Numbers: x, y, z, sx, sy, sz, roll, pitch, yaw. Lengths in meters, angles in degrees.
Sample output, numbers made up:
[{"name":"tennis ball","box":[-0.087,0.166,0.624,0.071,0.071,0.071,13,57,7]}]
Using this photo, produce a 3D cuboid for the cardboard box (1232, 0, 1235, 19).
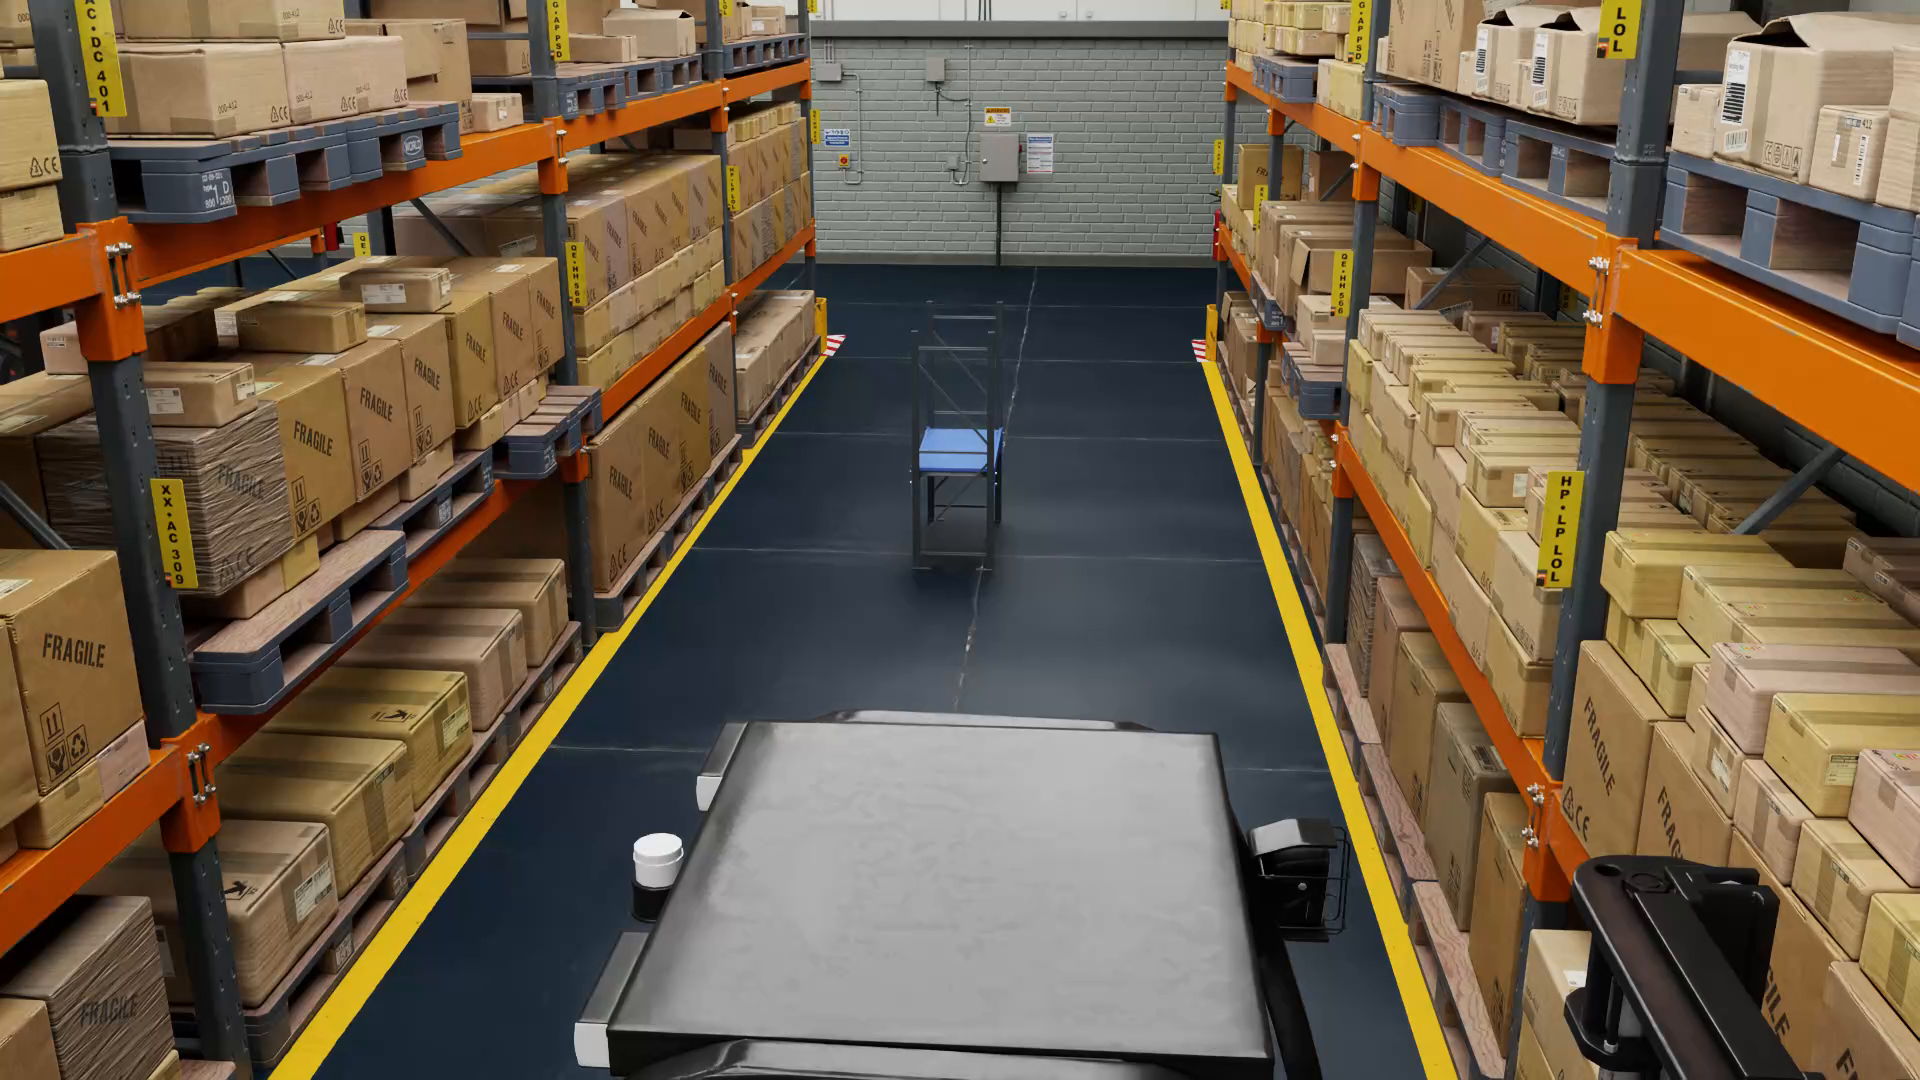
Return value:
[{"name":"cardboard box","box":[2.731,-4.834,15.001,0.500,0.250,0.500,1,18,3]}]

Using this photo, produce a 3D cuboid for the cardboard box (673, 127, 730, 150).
[{"name":"cardboard box","box":[-1.943,-3.023,12.525,0.380,0.149,0.250,1,18,3]}]

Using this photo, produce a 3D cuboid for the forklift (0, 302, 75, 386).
[{"name":"forklift","box":[-5.390,-0.891,8.936,3.031,2.935,1.130,-16,24,-40]}]

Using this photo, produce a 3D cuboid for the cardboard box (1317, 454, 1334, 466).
[{"name":"cardboard box","box":[2.274,-0.393,9.605,0.380,0.149,0.250,1,18,2]}]

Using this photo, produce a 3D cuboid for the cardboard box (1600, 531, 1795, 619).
[{"name":"cardboard box","box":[1.834,0.089,4.153,0.380,0.149,0.250,2,18,5]}]

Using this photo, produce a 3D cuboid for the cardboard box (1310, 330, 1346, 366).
[{"name":"cardboard box","box":[2.104,-1.041,9.012,0.380,0.149,0.250,2,18,5]}]

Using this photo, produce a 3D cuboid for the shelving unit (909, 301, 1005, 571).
[{"name":"shelving unit","box":[-0.006,-0.686,10.609,0.538,1.500,1.048,1,18,4]}]

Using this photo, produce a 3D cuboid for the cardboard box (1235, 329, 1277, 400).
[{"name":"cardboard box","box":[2.700,-1.470,13.931,0.700,0.500,0.500,1,18,2]}]

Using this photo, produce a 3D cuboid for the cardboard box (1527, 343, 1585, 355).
[{"name":"cardboard box","box":[2.684,-0.758,7.216,0.380,0.149,0.250,1,18,3]}]

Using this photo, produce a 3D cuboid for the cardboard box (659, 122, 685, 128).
[{"name":"cardboard box","box":[-2.365,-3.191,13.035,0.380,0.149,0.250,1,18,4]}]

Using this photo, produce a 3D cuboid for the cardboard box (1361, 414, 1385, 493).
[{"name":"cardboard box","box":[2.123,-0.389,7.532,0.500,0.250,0.500,1,18,3]}]

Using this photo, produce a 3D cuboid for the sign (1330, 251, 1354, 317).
[{"name":"sign","box":[1.898,-1.270,8.249,0.100,0.325,0.005,1,18,4]}]

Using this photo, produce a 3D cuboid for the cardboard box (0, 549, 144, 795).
[{"name":"cardboard box","box":[-2.582,0.339,4.432,0.500,0.500,0.500,1,18,3]}]

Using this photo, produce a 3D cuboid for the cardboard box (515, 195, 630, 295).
[{"name":"cardboard box","box":[-2.206,-1.683,9.474,0.500,0.500,0.500,1,18,4]}]

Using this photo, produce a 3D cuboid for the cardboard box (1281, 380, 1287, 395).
[{"name":"cardboard box","box":[2.493,-1.117,11.814,0.380,0.149,0.250,1,18,2]}]

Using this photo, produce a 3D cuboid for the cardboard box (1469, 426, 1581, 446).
[{"name":"cardboard box","box":[1.995,-0.293,5.797,0.380,0.149,0.250,1,18,3]}]

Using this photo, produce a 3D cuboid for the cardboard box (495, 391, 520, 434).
[{"name":"cardboard box","box":[-2.247,-0.589,7.632,0.380,0.149,0.250,0,18,1]}]

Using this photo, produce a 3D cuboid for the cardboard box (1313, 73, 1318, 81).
[{"name":"cardboard box","box":[2.458,-3.415,12.114,0.380,0.149,0.250,1,18,4]}]

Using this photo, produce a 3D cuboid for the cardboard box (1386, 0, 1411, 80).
[{"name":"cardboard box","box":[2.145,-2.249,7.156,0.500,0.500,0.500,1,18,4]}]

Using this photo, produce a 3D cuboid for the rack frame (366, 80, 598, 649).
[{"name":"rack frame","box":[-2.511,-0.858,8.724,1.000,3.000,0.127,1,18,4]}]

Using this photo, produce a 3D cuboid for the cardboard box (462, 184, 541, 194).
[{"name":"cardboard box","box":[-2.664,-1.861,10.018,0.500,0.500,0.500,1,18,4]}]

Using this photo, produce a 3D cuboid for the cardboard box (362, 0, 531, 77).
[{"name":"cardboard box","box":[-2.635,-2.652,8.543,0.797,0.503,0.637,0,18,1]}]

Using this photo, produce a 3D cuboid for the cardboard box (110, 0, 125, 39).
[{"name":"cardboard box","box":[-2.832,-1.907,5.872,0.500,0.250,0.500,2,18,5]}]

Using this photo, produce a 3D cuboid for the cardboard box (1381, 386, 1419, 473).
[{"name":"cardboard box","box":[2.072,-0.465,6.961,0.500,0.250,0.500,1,18,3]}]

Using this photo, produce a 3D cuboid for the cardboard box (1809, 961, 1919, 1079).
[{"name":"cardboard box","box":[1.748,1.054,2.729,0.500,0.500,0.500,1,18,4]}]

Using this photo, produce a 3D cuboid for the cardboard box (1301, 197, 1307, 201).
[{"name":"cardboard box","box":[3.167,-2.840,14.537,0.500,0.250,0.500,2,18,6]}]

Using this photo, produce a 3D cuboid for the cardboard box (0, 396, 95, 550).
[{"name":"cardboard box","box":[-2.994,-0.153,5.259,0.500,0.500,0.500,1,18,3]}]

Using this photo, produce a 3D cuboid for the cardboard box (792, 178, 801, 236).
[{"name":"cardboard box","box":[-1.759,-3.079,15.341,0.500,0.500,0.500,1,18,3]}]

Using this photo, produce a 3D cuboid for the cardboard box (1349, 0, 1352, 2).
[{"name":"cardboard box","box":[2.787,-3.702,11.013,0.396,0.266,0.258,1,18,4]}]

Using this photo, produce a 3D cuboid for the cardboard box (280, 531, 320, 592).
[{"name":"cardboard box","box":[-2.417,0.062,5.645,0.380,0.149,0.250,2,18,5]}]

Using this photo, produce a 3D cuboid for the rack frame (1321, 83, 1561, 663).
[{"name":"rack frame","box":[2.440,-0.748,8.389,1.000,3.000,0.127,1,18,4]}]

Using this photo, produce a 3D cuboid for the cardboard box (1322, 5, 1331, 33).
[{"name":"cardboard box","box":[2.262,-2.950,9.413,0.380,0.149,0.250,1,18,4]}]

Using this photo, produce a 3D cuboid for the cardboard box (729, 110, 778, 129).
[{"name":"cardboard box","box":[-1.801,-3.660,14.467,0.380,0.149,0.250,2,18,5]}]

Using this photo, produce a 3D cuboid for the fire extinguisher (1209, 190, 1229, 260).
[{"name":"fire extinguisher","box":[2.563,-3.075,16.213,0.296,0.674,0.183,1,18,4]}]

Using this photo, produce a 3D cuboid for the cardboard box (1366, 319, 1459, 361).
[{"name":"cardboard box","box":[2.105,-0.929,7.738,0.380,0.149,0.250,2,18,5]}]

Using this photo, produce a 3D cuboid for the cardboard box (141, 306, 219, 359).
[{"name":"cardboard box","box":[-2.958,-0.761,6.073,0.380,0.149,0.250,1,18,2]}]

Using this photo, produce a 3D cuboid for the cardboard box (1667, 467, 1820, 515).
[{"name":"cardboard box","box":[2.483,-0.126,5.287,0.380,0.149,0.250,1,18,4]}]

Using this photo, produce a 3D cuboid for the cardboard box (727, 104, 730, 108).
[{"name":"cardboard box","box":[-2.320,-3.908,15.225,0.380,0.149,0.250,2,18,6]}]

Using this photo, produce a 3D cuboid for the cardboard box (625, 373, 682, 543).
[{"name":"cardboard box","box":[-2.311,-0.537,10.484,0.875,0.875,0.875,2,18,5]}]

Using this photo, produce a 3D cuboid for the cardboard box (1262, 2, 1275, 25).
[{"name":"cardboard box","box":[2.268,-3.602,11.372,0.380,0.149,0.250,2,18,6]}]

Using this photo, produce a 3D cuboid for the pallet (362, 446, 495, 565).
[{"name":"pallet","box":[-2.612,-0.151,6.875,1.003,0.211,1.213,1,18,4]}]

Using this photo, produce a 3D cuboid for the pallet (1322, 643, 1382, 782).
[{"name":"pallet","box":[2.342,0.832,8.046,1.003,0.211,1.213,1,18,4]}]

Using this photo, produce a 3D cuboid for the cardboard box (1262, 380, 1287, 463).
[{"name":"cardboard box","box":[2.467,-0.857,12.061,0.500,0.500,0.500,2,18,6]}]

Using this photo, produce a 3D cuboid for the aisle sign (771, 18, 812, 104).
[{"name":"aisle sign","box":[-1.623,-4.593,15.949,0.394,0.787,0.004,1,18,4]}]

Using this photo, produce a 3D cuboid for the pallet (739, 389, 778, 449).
[{"name":"pallet","box":[-2.092,-1.009,13.665,1.003,0.211,1.213,1,18,4]}]

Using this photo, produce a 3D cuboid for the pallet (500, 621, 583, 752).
[{"name":"pallet","box":[-2.569,0.710,8.418,1.003,0.211,1.213,1,18,4]}]

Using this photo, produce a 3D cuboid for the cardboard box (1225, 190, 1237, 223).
[{"name":"cardboard box","box":[2.676,-3.011,15.059,0.500,0.250,0.500,1,18,5]}]

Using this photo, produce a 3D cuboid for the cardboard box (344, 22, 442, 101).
[{"name":"cardboard box","box":[-2.592,-1.858,6.793,0.797,0.503,0.637,1,18,4]}]

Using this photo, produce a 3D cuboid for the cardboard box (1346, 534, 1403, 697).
[{"name":"cardboard box","box":[2.381,0.374,8.103,0.875,0.625,0.625,2,18,6]}]

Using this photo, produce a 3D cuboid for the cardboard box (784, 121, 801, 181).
[{"name":"cardboard box","box":[-1.743,-3.547,15.165,0.500,0.500,0.500,1,18,4]}]

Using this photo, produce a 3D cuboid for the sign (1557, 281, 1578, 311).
[{"name":"sign","box":[2.994,-1.287,8.174,0.100,0.325,0.005,1,18,4]}]

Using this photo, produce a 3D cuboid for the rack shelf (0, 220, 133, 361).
[{"name":"rack shelf","box":[-2.941,-0.078,2.682,1.077,0.370,4.000,1,18,4]}]

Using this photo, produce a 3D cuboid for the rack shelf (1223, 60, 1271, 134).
[{"name":"rack shelf","box":[2.870,-3.695,13.721,1.077,0.370,4.000,1,18,4]}]

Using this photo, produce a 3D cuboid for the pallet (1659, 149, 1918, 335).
[{"name":"pallet","box":[2.118,-0.624,3.334,1.003,0.211,1.213,1,18,4]}]

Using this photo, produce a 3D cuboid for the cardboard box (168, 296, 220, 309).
[{"name":"cardboard box","box":[-7.304,-2.230,15.861,0.380,0.149,0.250,1,18,4]}]

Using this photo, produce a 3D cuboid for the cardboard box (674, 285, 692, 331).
[{"name":"cardboard box","box":[-2.098,-1.570,11.137,0.500,0.250,0.500,1,18,2]}]

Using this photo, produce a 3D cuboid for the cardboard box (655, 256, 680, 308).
[{"name":"cardboard box","box":[-2.093,-1.648,10.574,0.500,0.250,0.500,2,18,5]}]

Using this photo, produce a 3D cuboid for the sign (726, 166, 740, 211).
[{"name":"sign","box":[-1.683,-2.604,12.320,0.100,0.325,0.005,1,18,4]}]
